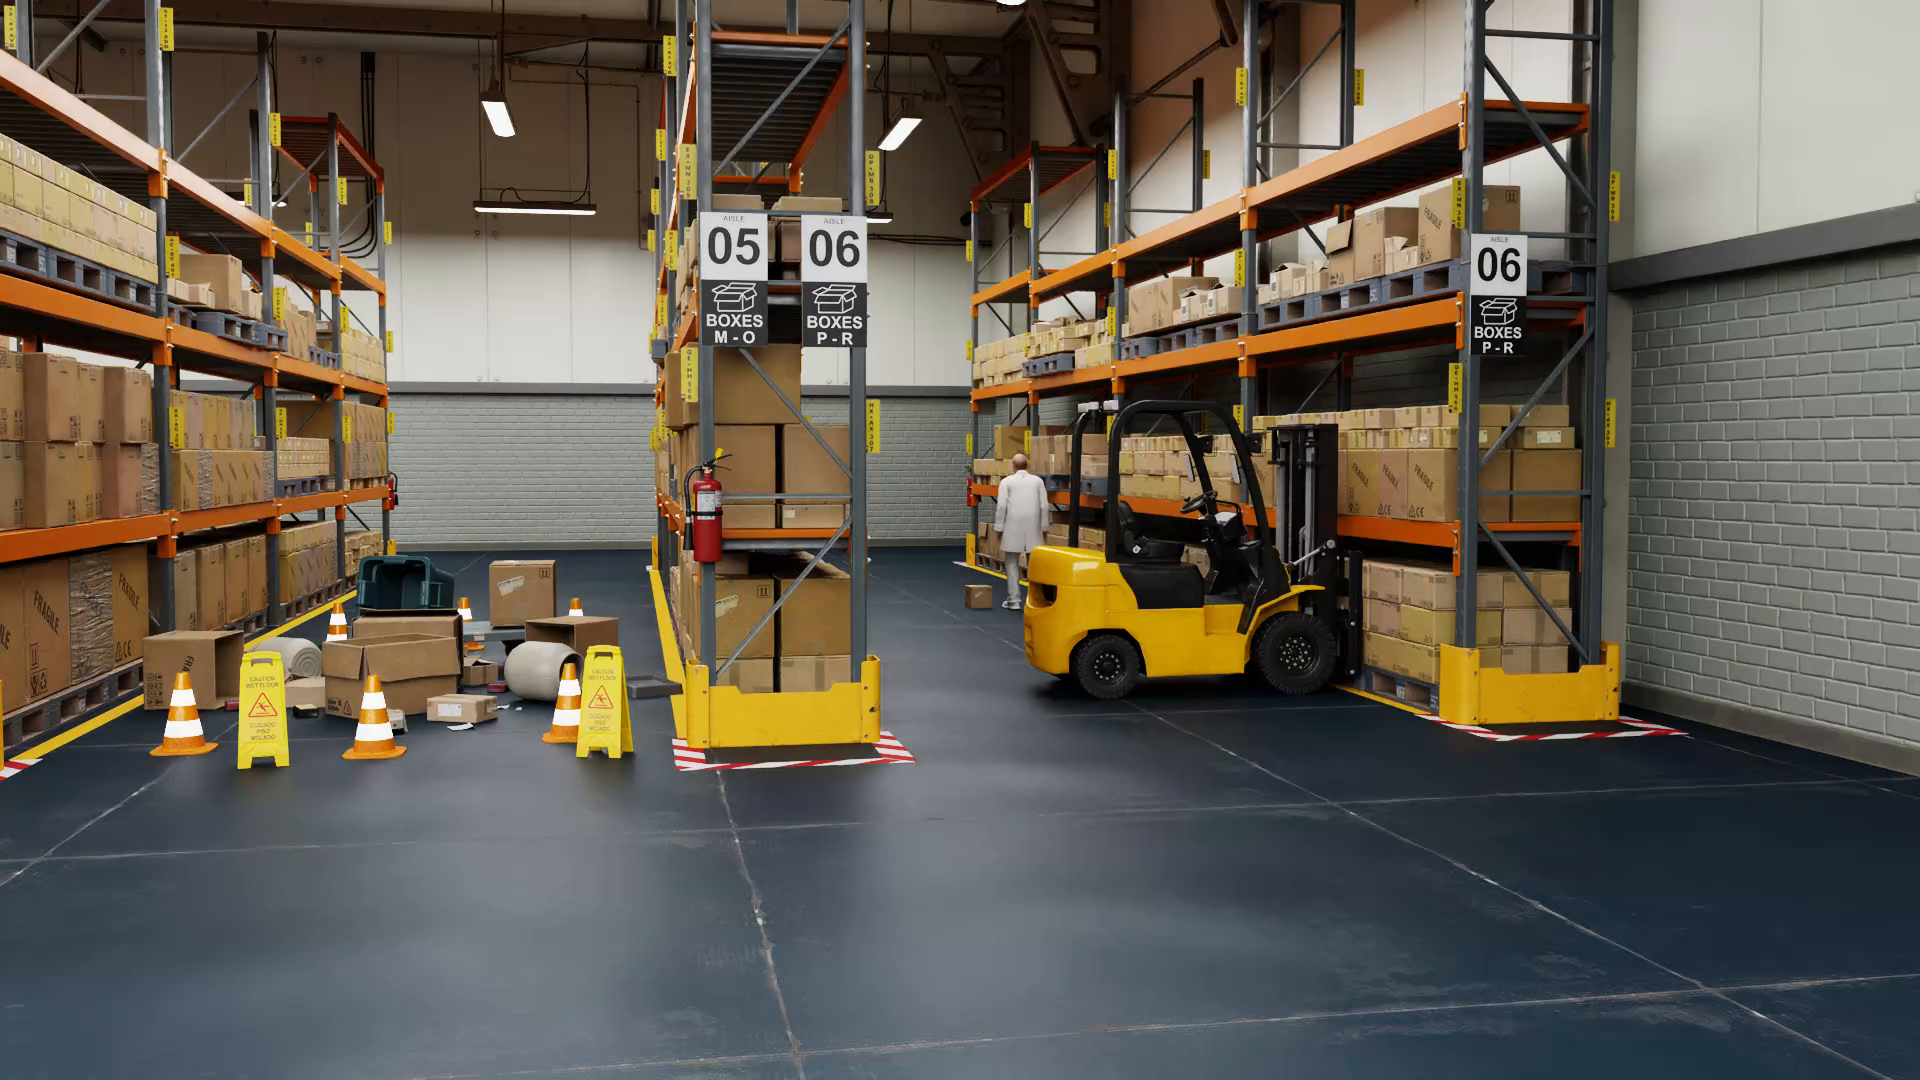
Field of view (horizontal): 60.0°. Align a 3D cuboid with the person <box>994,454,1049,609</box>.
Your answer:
[{"bbox_3d":[0.711,-0.098,19.037,0.642,1.775,0.422,-1,3,-10],"label":"person"}]
